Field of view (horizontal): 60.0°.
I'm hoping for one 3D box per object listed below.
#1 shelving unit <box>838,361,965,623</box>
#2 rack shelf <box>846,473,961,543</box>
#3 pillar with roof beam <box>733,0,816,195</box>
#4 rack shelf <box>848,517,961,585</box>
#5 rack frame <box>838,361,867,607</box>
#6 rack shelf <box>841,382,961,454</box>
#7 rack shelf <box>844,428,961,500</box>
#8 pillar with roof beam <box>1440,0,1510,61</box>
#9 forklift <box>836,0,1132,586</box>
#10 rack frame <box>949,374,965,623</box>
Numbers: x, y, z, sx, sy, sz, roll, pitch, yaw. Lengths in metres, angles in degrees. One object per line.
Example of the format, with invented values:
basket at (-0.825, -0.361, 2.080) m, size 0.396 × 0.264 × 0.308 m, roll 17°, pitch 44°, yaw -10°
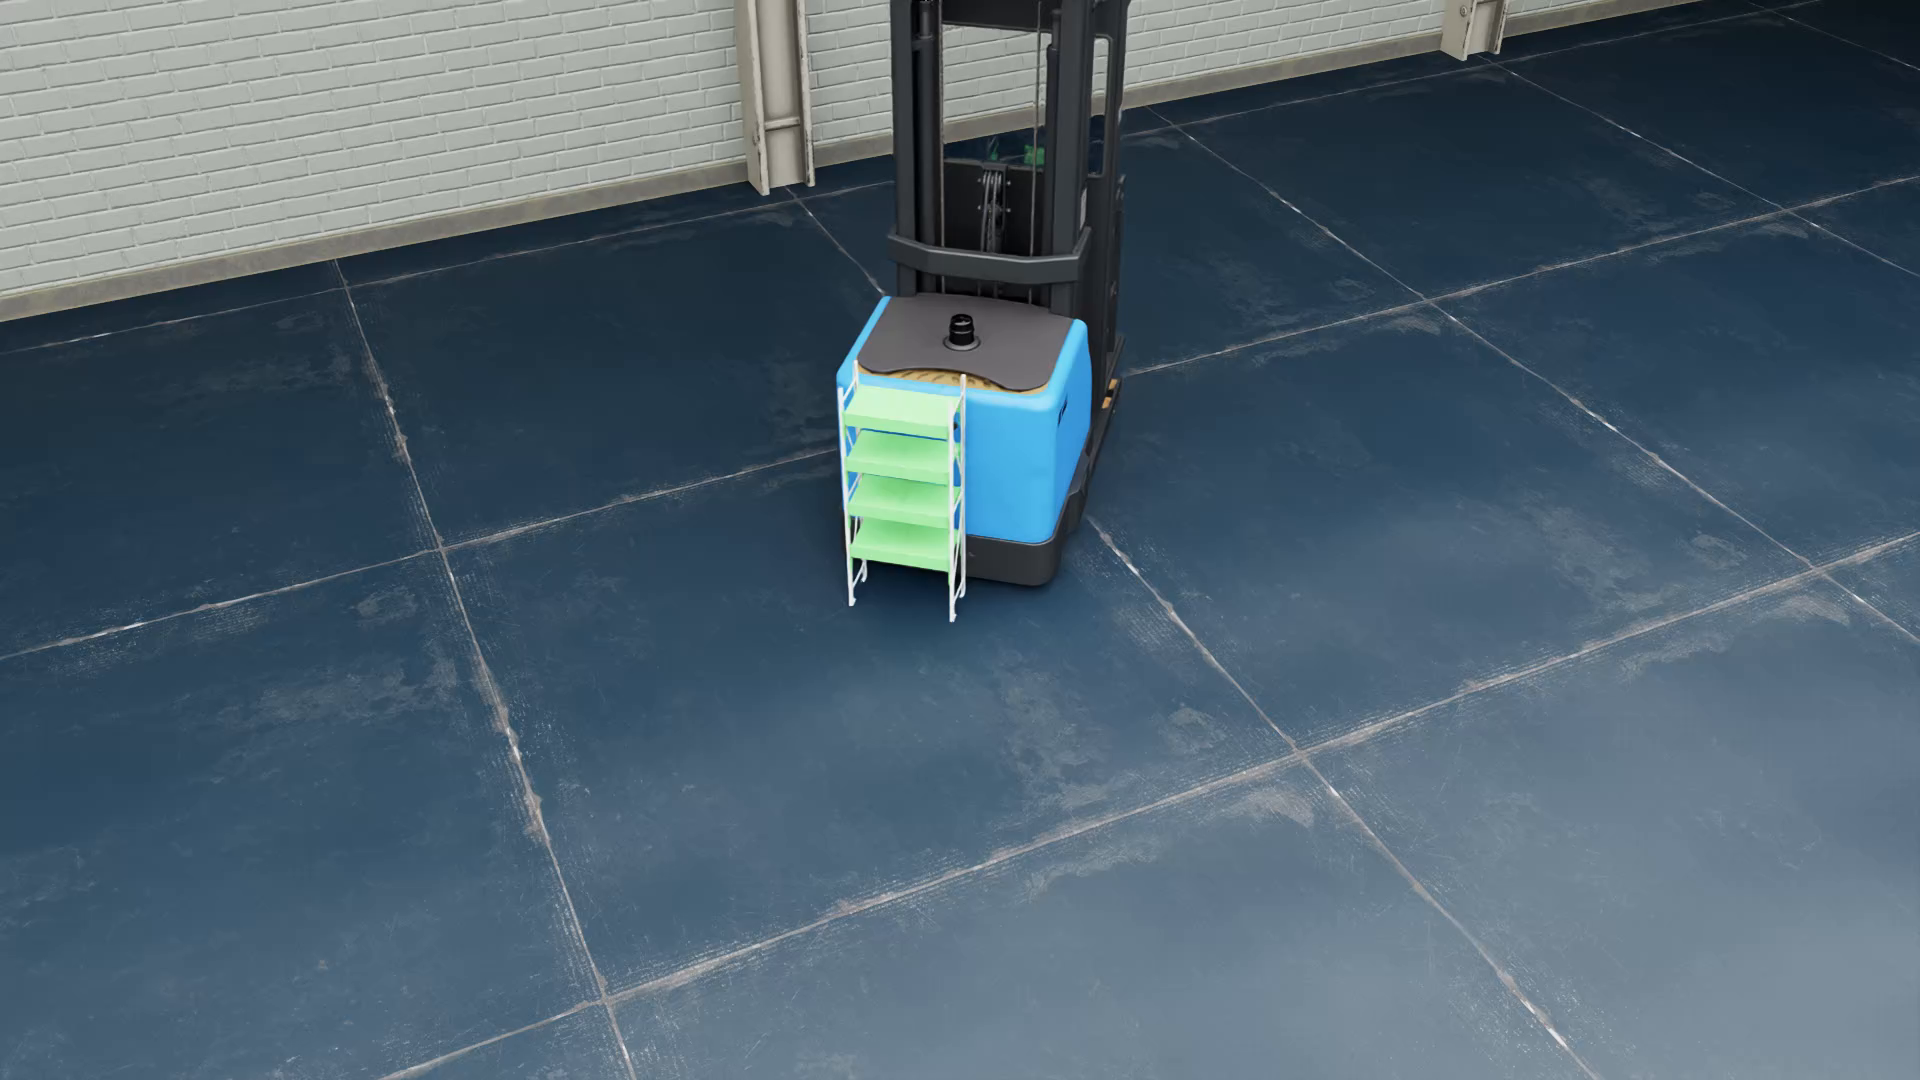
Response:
shelving unit at (-0.248, -0.202, 7.513) m, size 0.503 × 1.200 × 0.258 m, roll 8°, pitch 38°, yaw 11°
rack shelf at (-0.248, -0.150, 7.551) m, size 0.480 × 0.148 × 0.258 m, roll 8°, pitch 38°, yaw 11°
pillar with roof beam at (0.580, -3.796, 5.815) m, size 0.400 × 9.000 × 9.100 m, roll -16°, pitch 39°, yaw -20°
rack shelf at (-0.248, 0.041, 7.696) m, size 0.480 × 0.148 × 0.258 m, roll 8°, pitch 38°, yaw 11°
rack frame at (-0.485, -0.237, 7.560) m, size 0.015 × 1.200 × 0.240 m, roll 8°, pitch 38°, yaw 11°
rack shelf at (-0.249, -0.534, 7.263) m, size 0.480 × 0.148 × 0.258 m, roll 8°, pitch 38°, yaw 11°
rack shelf at (-0.248, -0.342, 7.407) m, size 0.480 × 0.148 × 0.258 m, roll 8°, pitch 38°, yaw 11°
pillar with roof beam at (6.012, -5.315, 7.862) m, size 0.400 × 9.000 × 9.100 m, roll -16°, pitch 39°, yaw -20°
forklift at (0.277, -1.840, 8.271) m, size 1.130 × 2.935 × 3.031 m, roll 8°, pitch 37°, yaw 11°
rack frame at (-0.011, -0.166, 7.466) m, size 0.015 × 1.200 × 0.240 m, roll 8°, pitch 38°, yaw 11°
